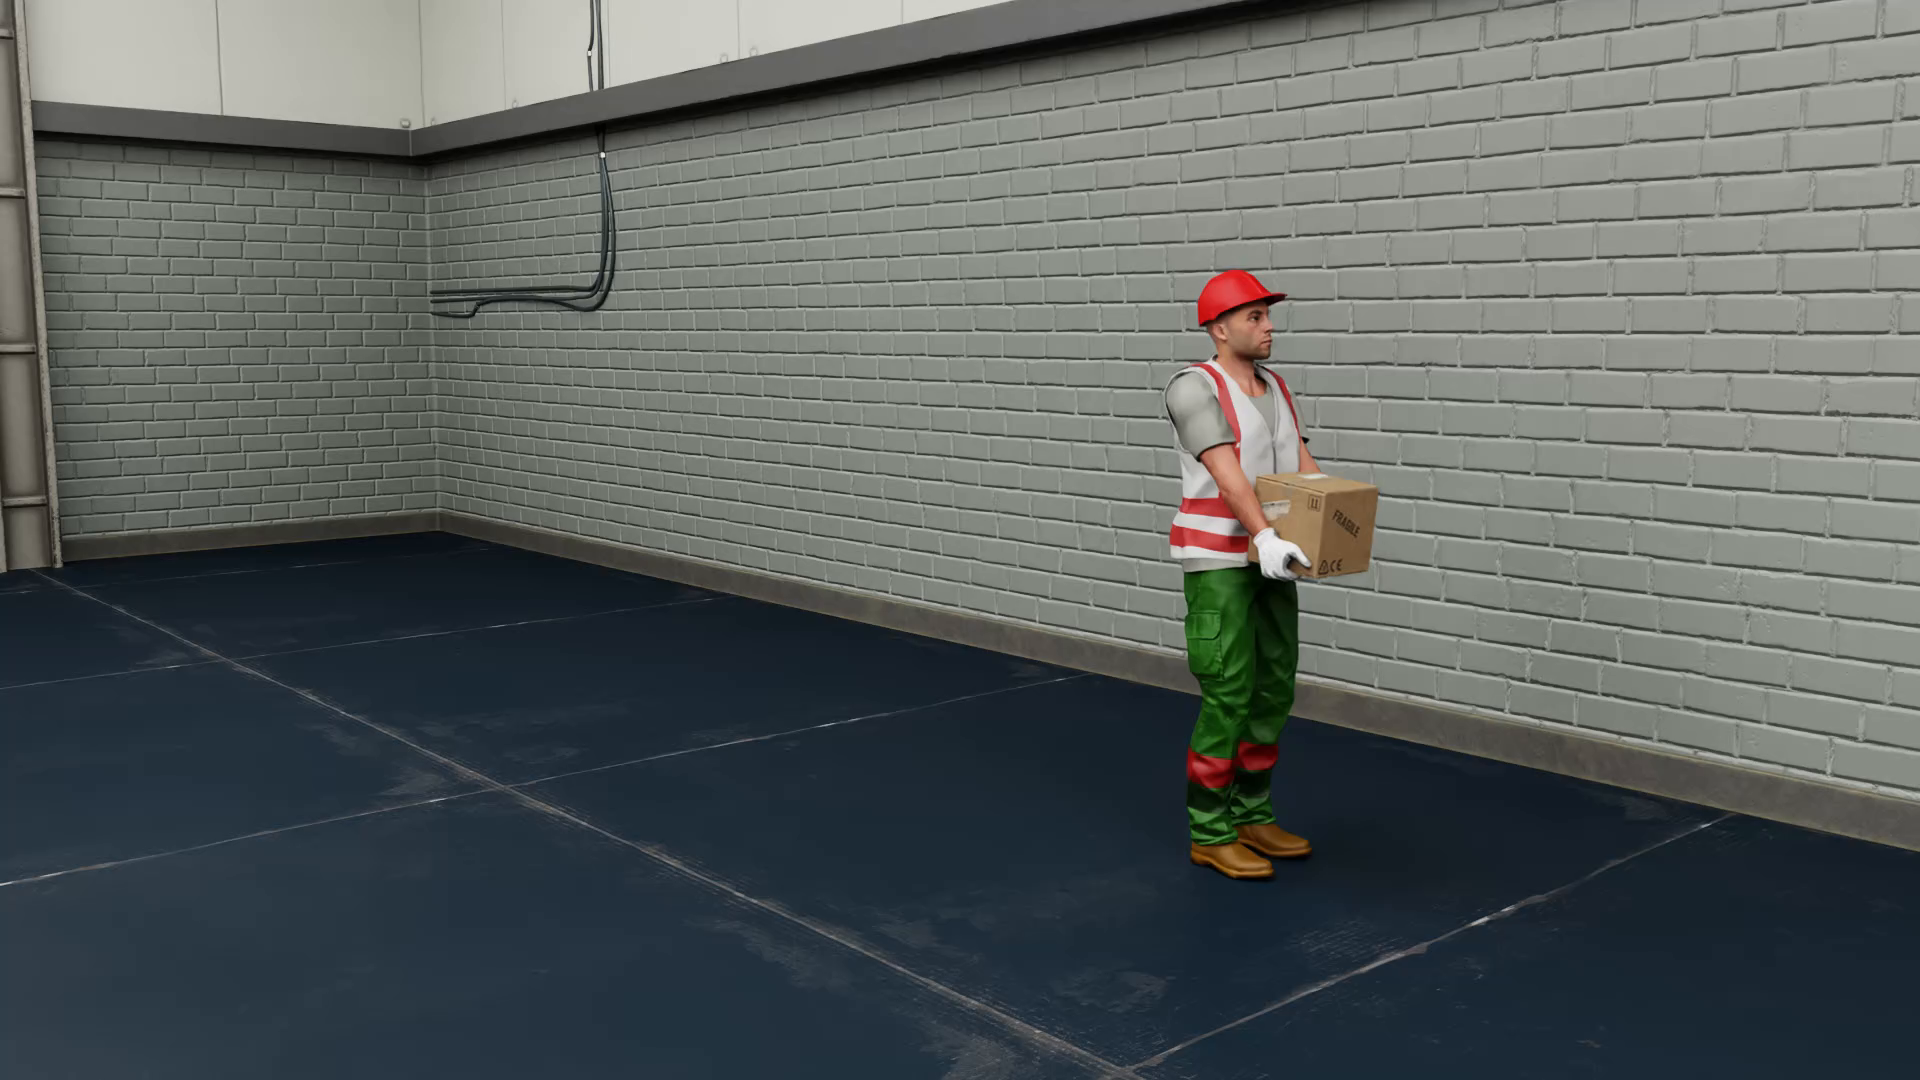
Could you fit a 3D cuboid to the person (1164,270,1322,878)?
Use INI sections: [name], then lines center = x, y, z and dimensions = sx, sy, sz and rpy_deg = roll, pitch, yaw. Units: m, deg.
[person]
center = 0.911, 0.095, 4.951
dimensions = 0.494, 1.784, 0.554
rpy_deg = -6, 10, -40
